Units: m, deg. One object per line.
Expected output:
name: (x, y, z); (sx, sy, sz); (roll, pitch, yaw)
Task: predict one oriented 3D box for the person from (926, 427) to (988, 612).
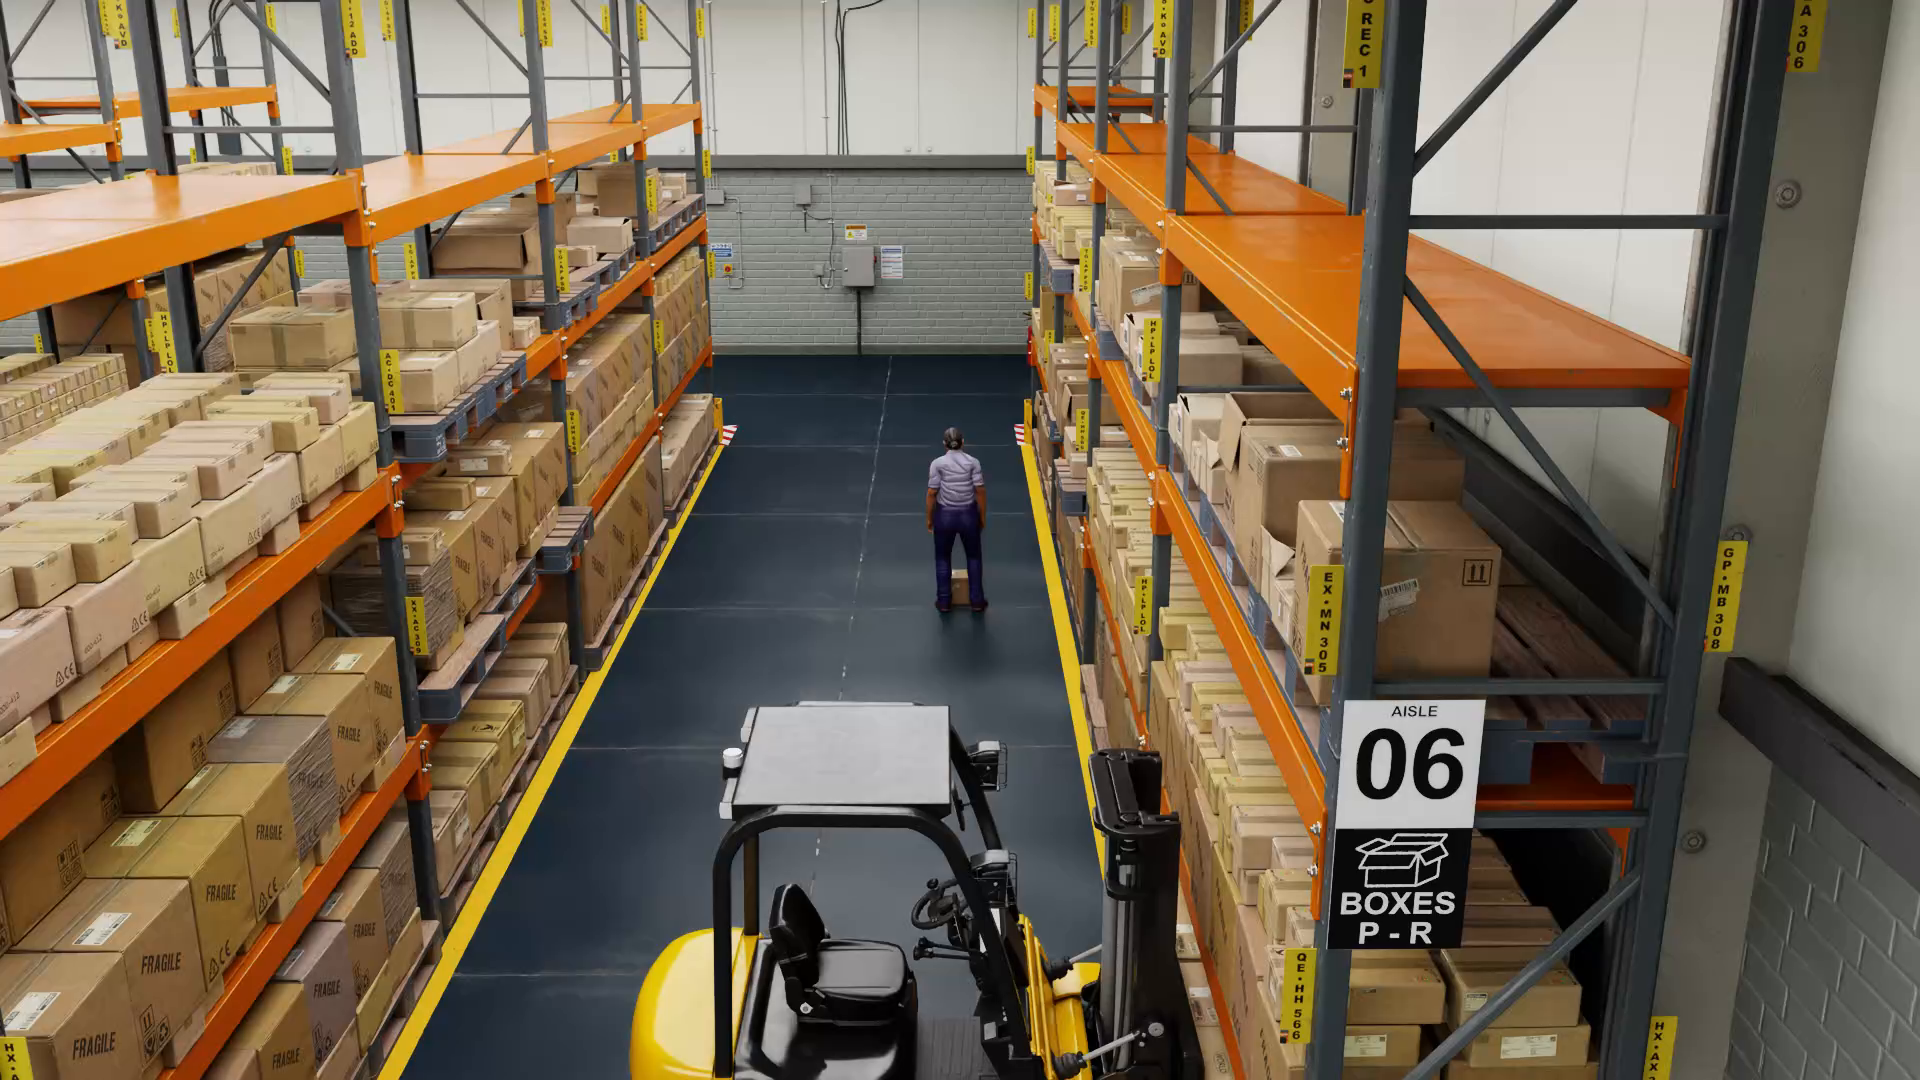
person: (-0.018, -0.172, 14.638); (0.563, 1.651, 0.368); (-1, 17, -4)
